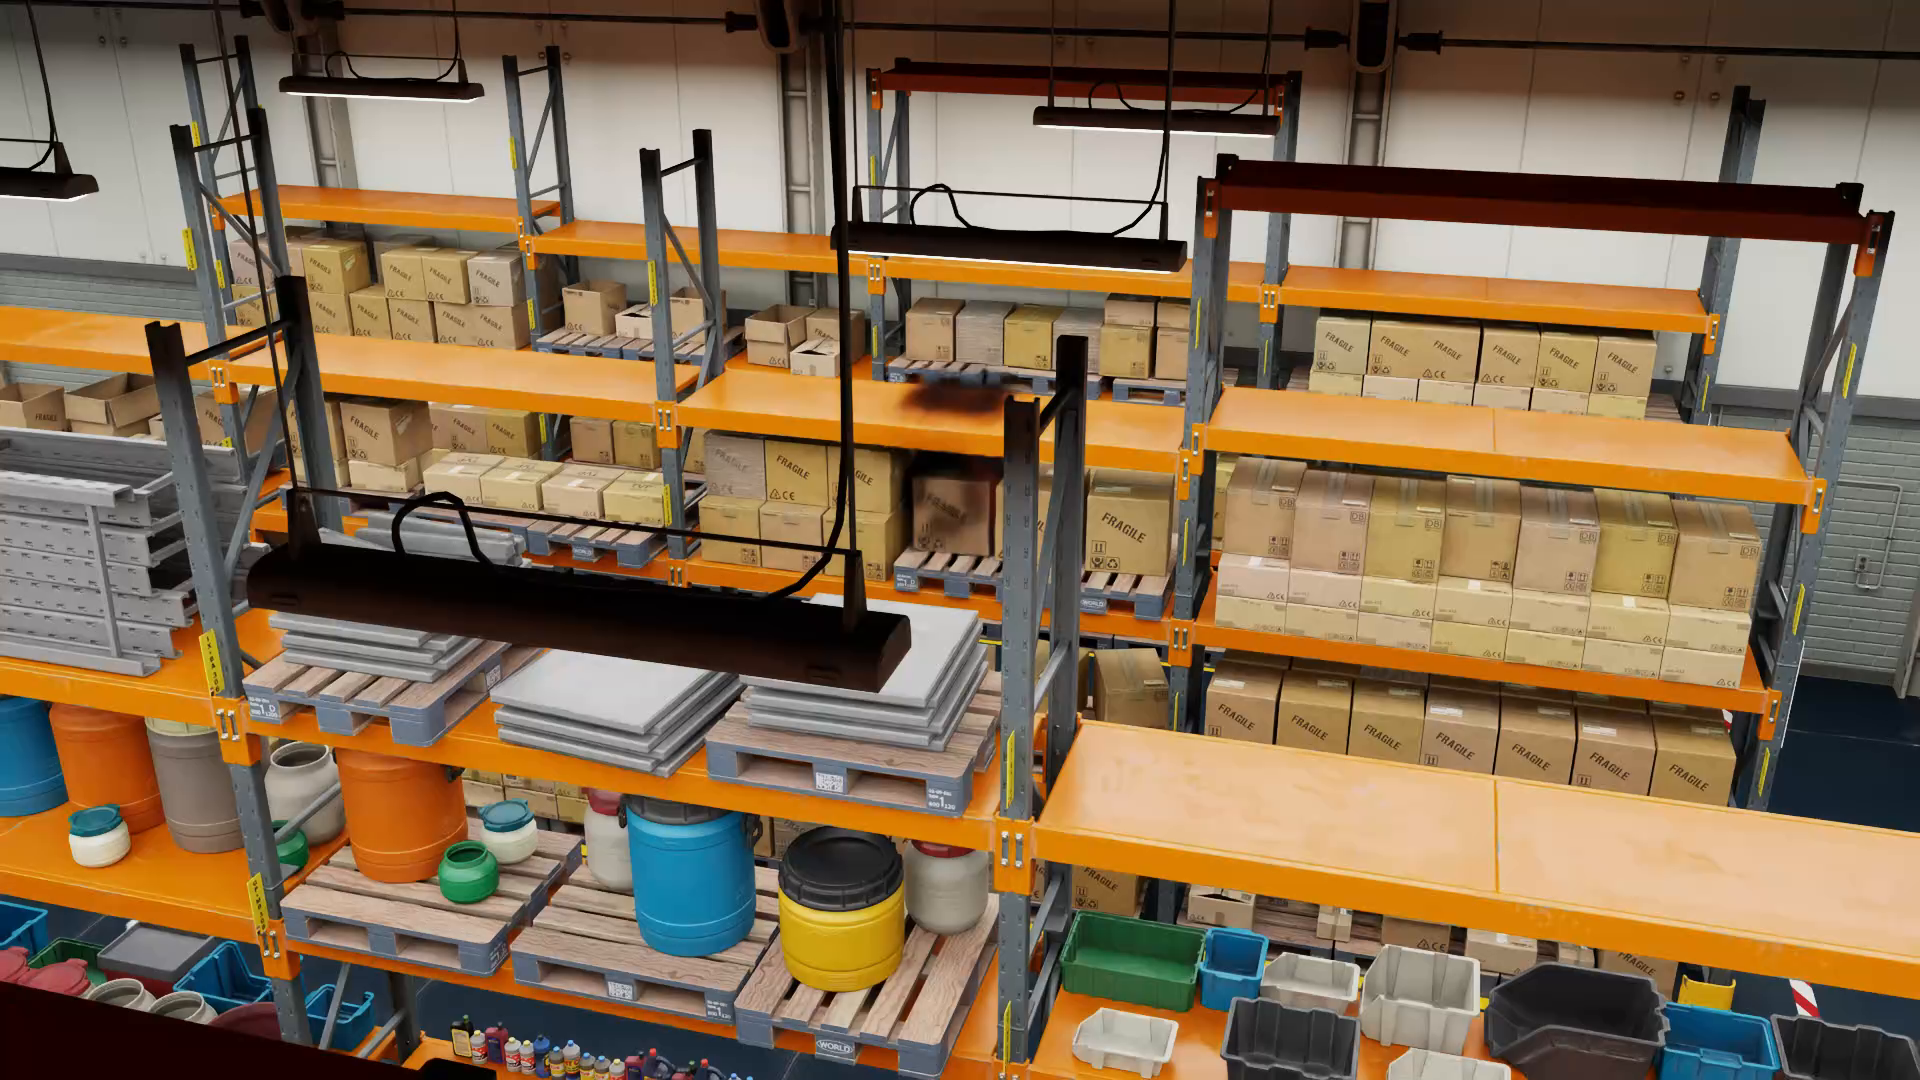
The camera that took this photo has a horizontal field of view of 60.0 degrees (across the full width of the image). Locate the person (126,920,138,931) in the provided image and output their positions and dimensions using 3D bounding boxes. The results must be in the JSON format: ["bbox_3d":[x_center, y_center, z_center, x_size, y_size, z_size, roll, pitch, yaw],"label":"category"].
[{"bbox_3d":[-5.186,3.044,11.137,0.666,1.777,0.507,8,24,19],"label":"person"}]
